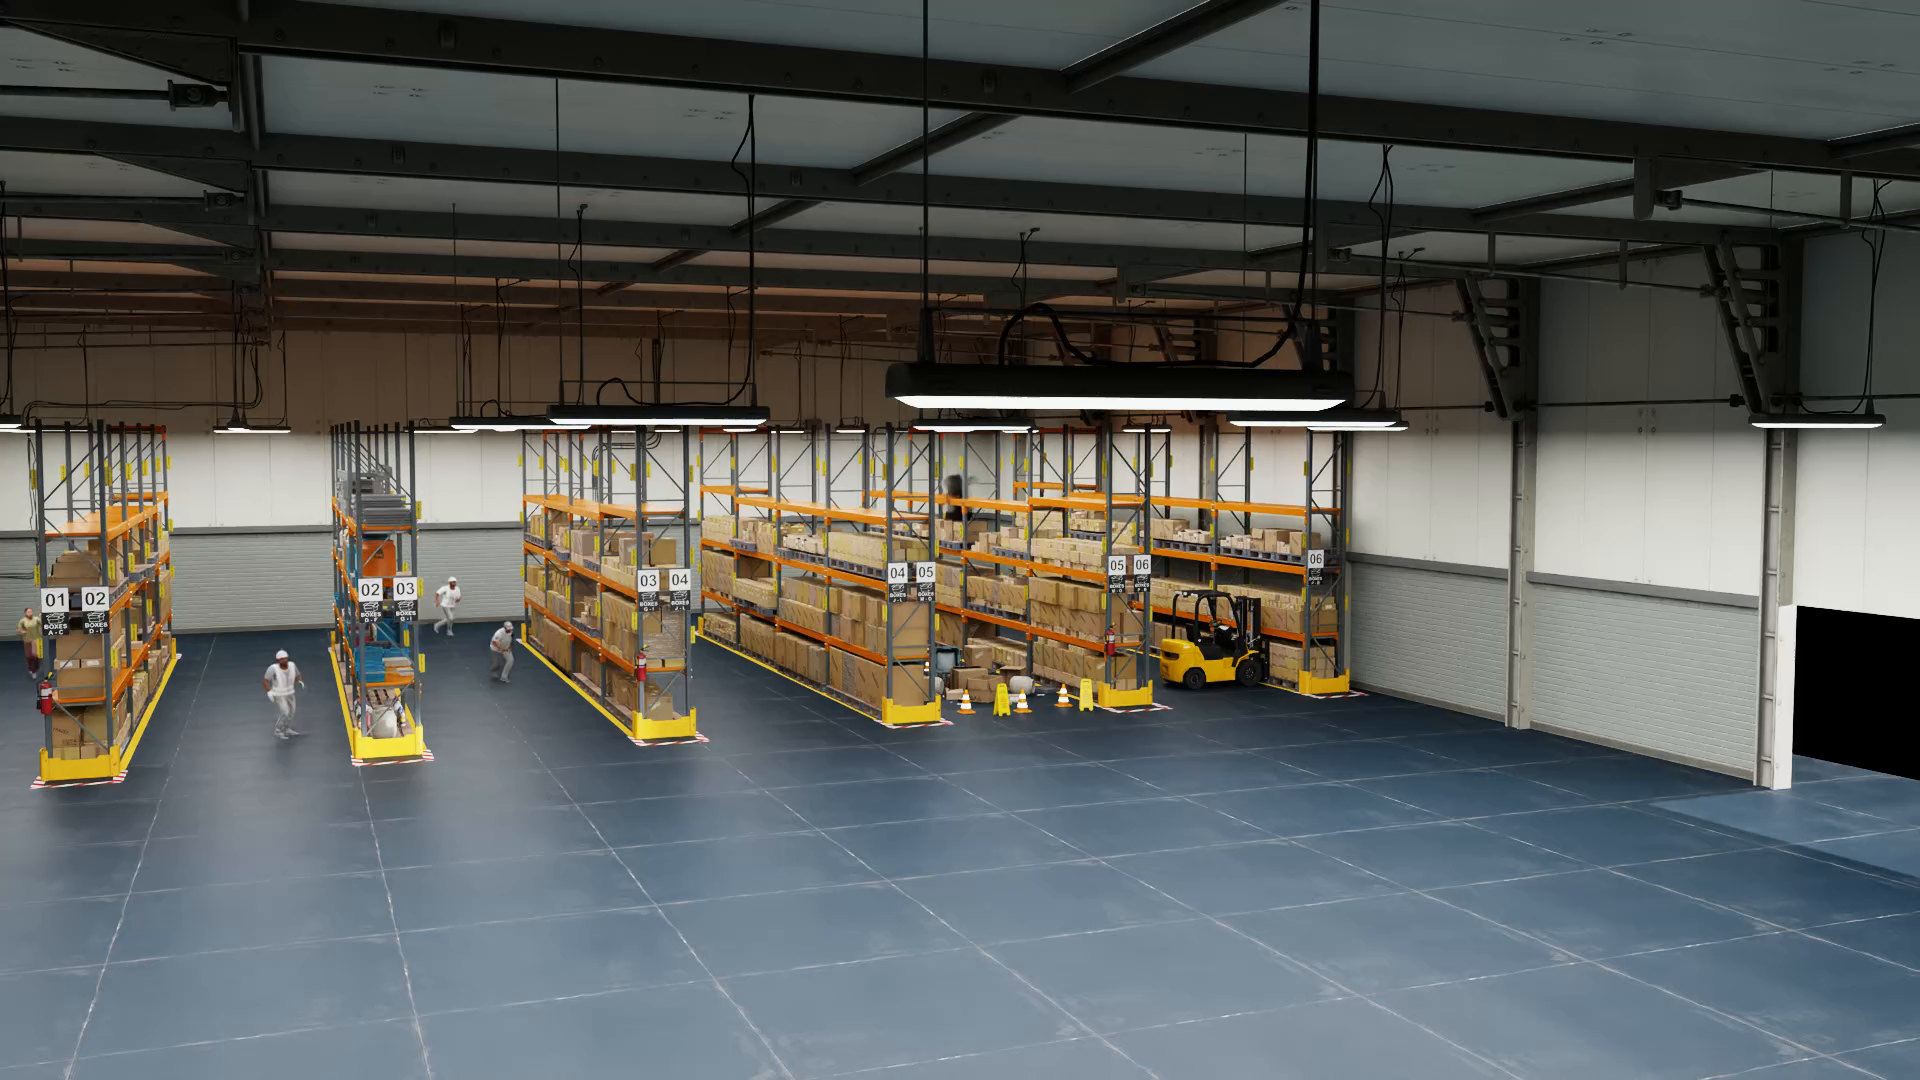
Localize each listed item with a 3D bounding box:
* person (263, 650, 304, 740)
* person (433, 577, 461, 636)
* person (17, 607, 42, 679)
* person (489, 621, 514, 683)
[{"bbox_3d":[-12.761,2.926,31.483,0.766,1.717,0.688,2,4,29],"label":"person"},{"bbox_3d":[-14.766,1.919,47.812,0.670,1.701,0.827,2,4,26],"label":"person"},{"bbox_3d":[-21.999,2.431,39.368,0.518,1.712,0.805,-1,4,-22],"label":"person"},{"bbox_3d":[-10.740,2.595,38.820,0.590,1.467,1.163,-3,5,-44],"label":"person"}]
